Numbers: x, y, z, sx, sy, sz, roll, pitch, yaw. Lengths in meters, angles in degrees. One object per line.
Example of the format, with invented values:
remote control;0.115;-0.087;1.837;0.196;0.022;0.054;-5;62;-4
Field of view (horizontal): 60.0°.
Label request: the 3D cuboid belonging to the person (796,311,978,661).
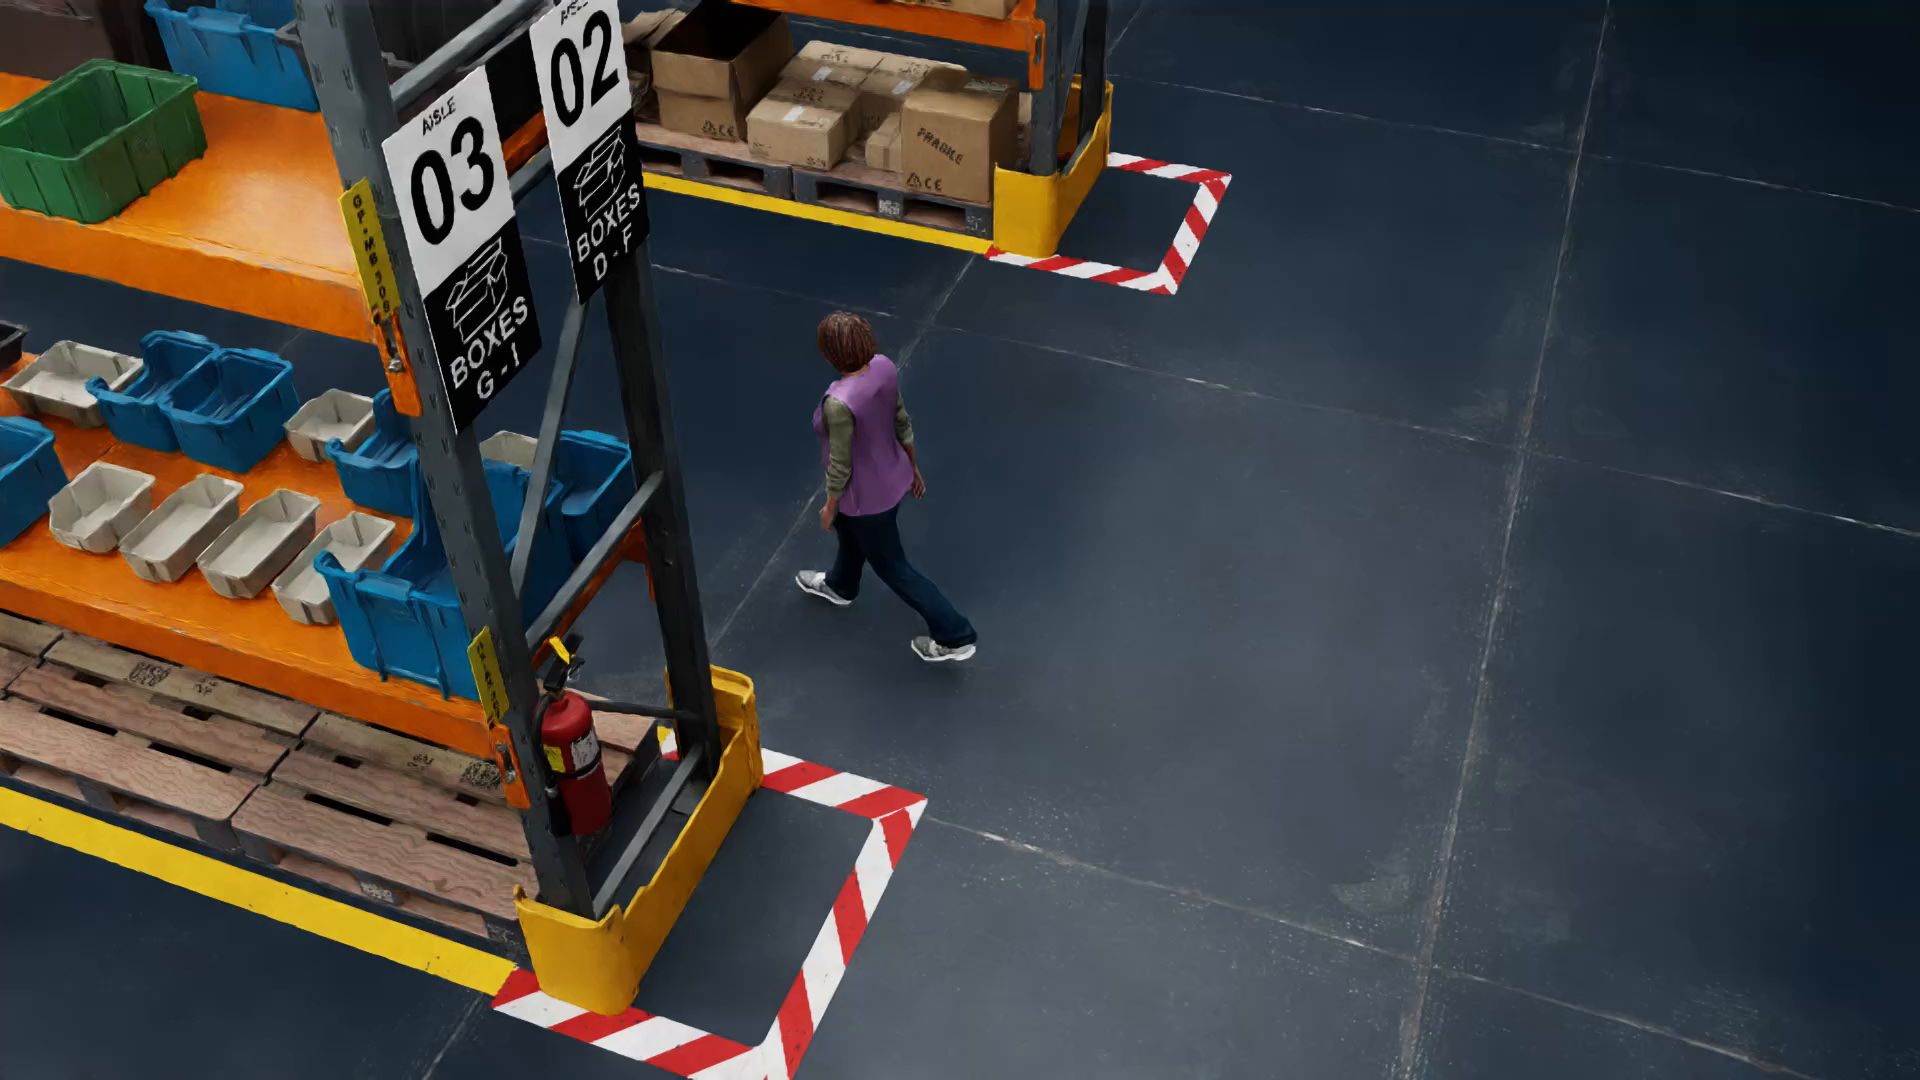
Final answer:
person;-0.334;-0.195;6.381;0.904;1.550;0.426;17;45;18
